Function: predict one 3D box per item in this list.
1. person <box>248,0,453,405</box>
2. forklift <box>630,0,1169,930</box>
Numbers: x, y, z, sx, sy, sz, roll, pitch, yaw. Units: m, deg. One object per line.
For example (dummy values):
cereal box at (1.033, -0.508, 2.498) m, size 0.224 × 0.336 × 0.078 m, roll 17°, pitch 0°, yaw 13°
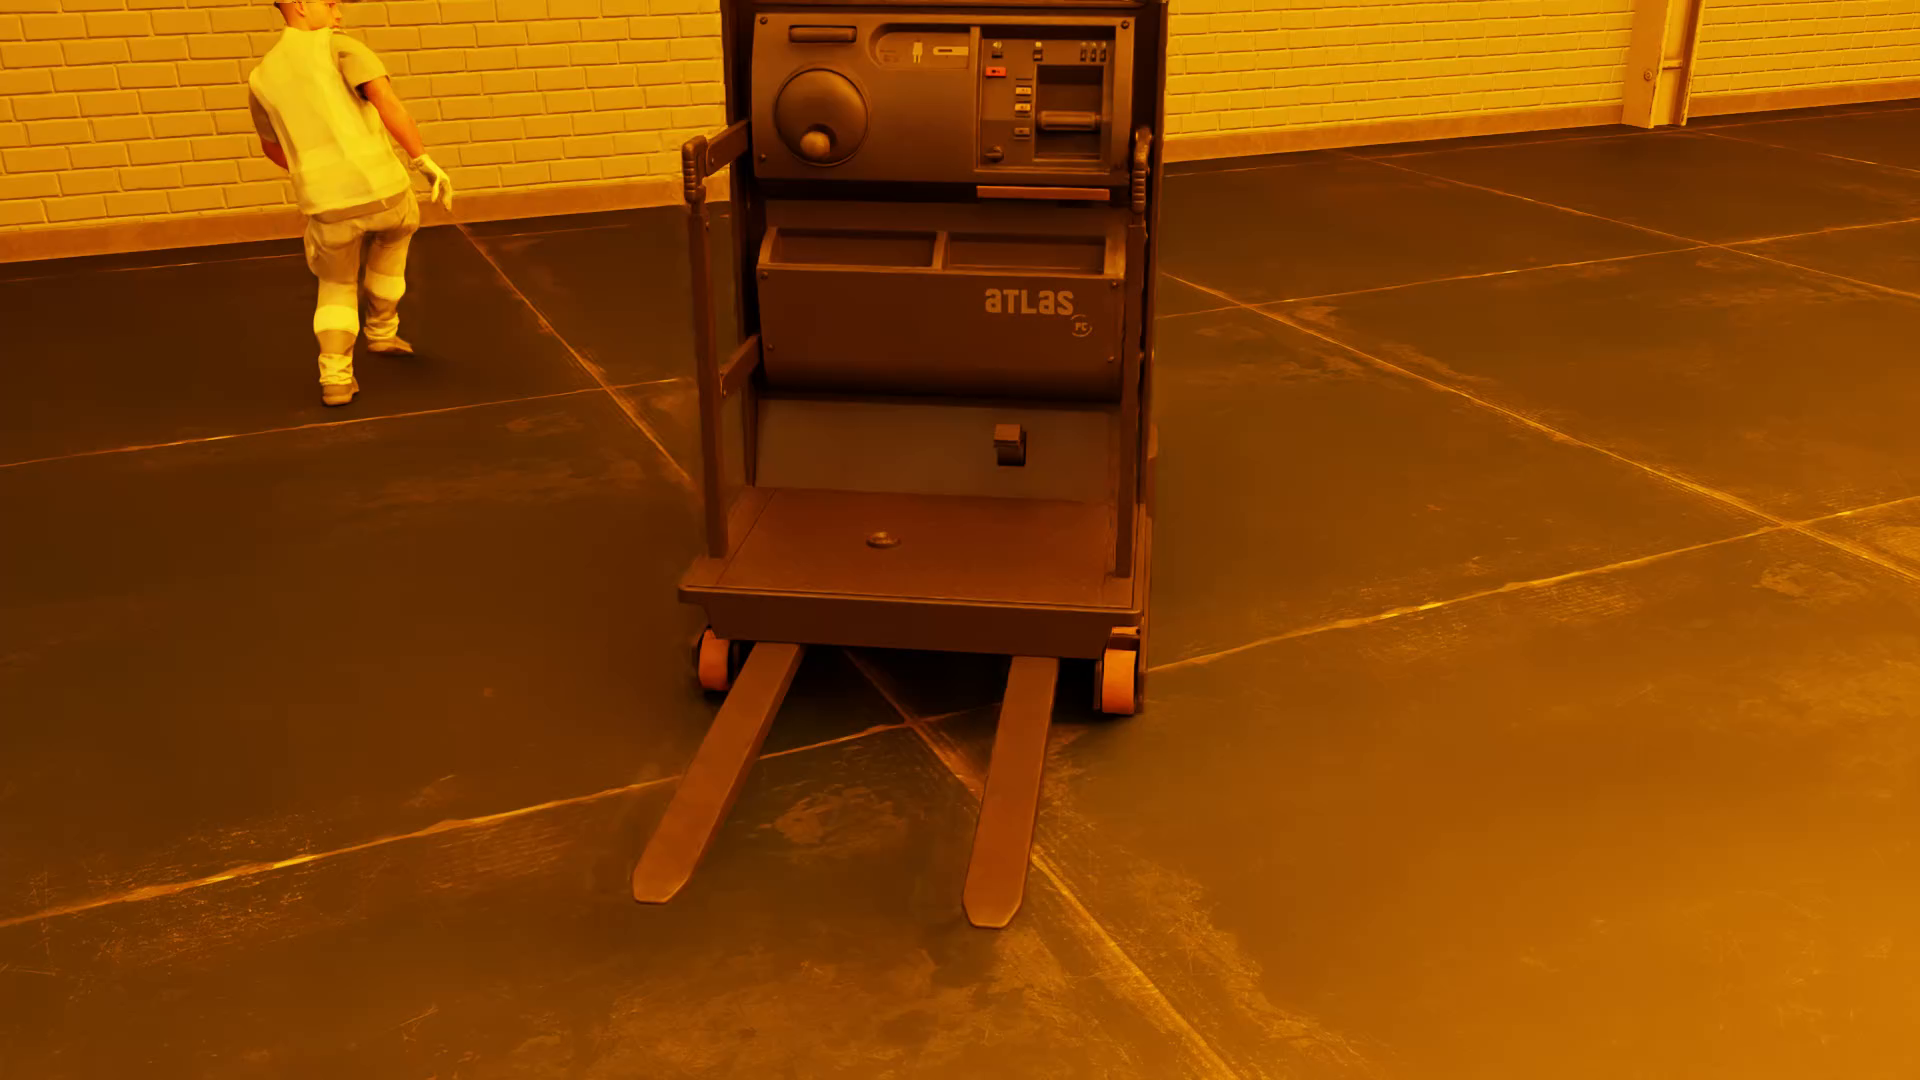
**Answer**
person at (-2.258, -1.365, 6.356) m, size 0.779 × 1.586 × 0.766 m, roll -1°, pitch 23°, yaw -3°
forklift at (-0.070, -1.064, 3.847) m, size 1.130 × 2.935 × 3.031 m, roll 3°, pitch 23°, yaw 6°
